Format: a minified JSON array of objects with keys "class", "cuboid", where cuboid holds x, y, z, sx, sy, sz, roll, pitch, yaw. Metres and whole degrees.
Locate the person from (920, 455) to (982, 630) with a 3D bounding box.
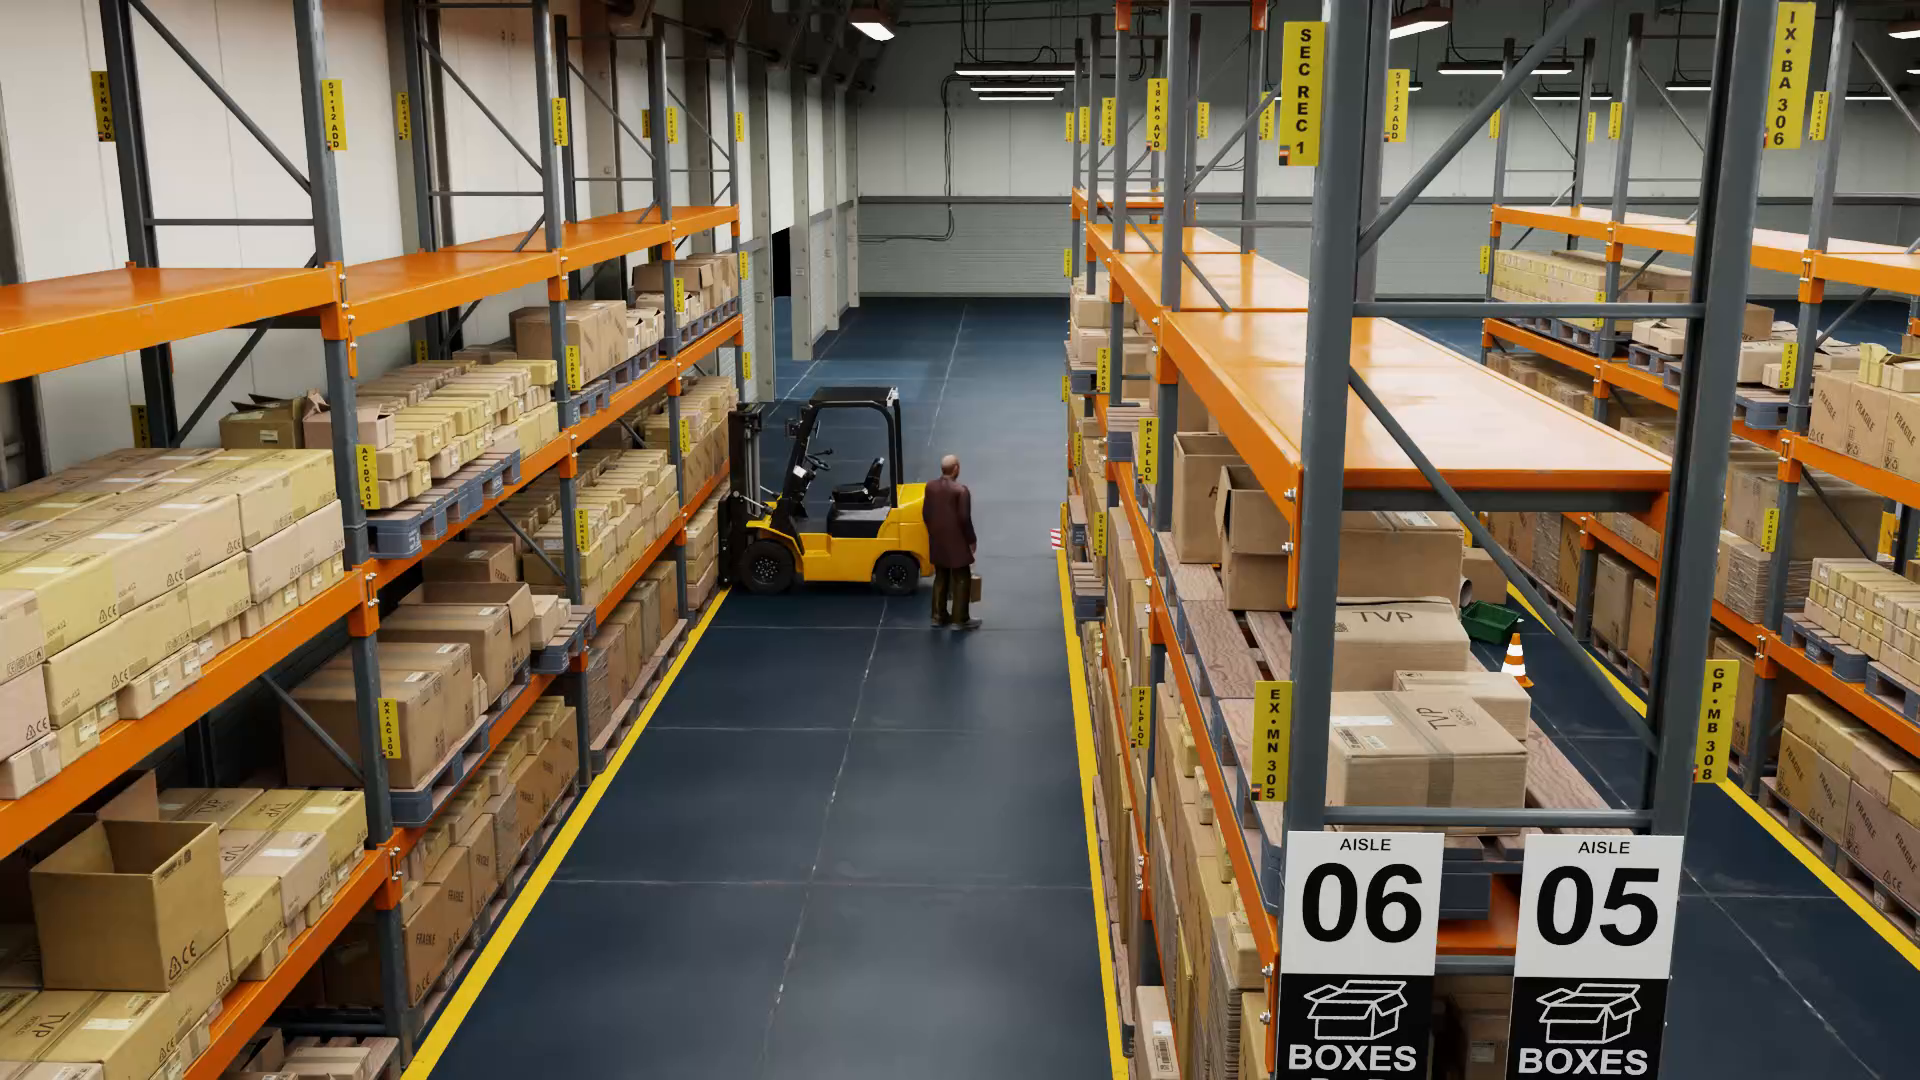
[{"class":"person","cuboid":[-0.109,0.016,16.966,0.644,1.772,0.429,10,17,35]}]
